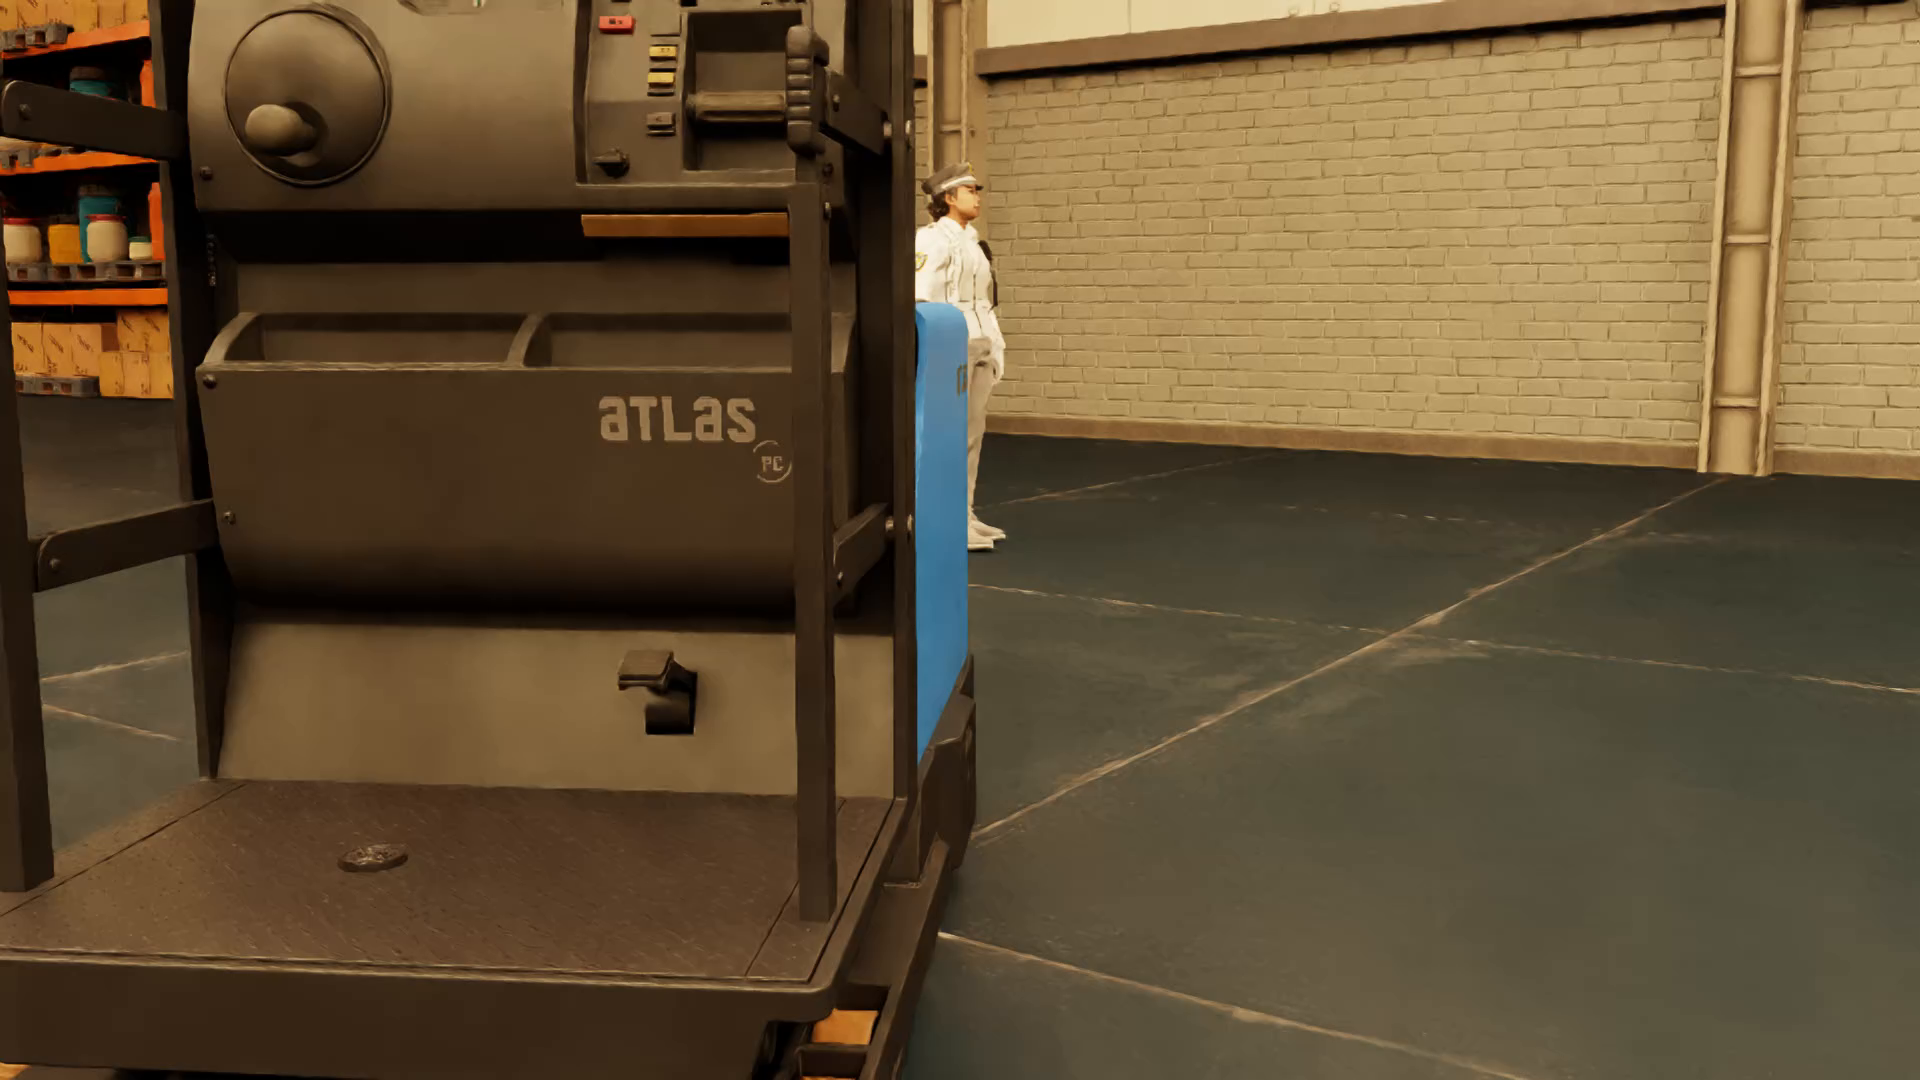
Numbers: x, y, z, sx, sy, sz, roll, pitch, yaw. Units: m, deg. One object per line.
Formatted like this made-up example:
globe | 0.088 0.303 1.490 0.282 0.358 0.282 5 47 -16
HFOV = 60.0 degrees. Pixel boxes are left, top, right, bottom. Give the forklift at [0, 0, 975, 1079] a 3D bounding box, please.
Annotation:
forklift | -0.633 -0.699 2.107 1.130 2.935 3.031 1 8 6

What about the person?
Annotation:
person | 0.052 -0.840 7.440 0.533 1.695 0.586 5 10 34
